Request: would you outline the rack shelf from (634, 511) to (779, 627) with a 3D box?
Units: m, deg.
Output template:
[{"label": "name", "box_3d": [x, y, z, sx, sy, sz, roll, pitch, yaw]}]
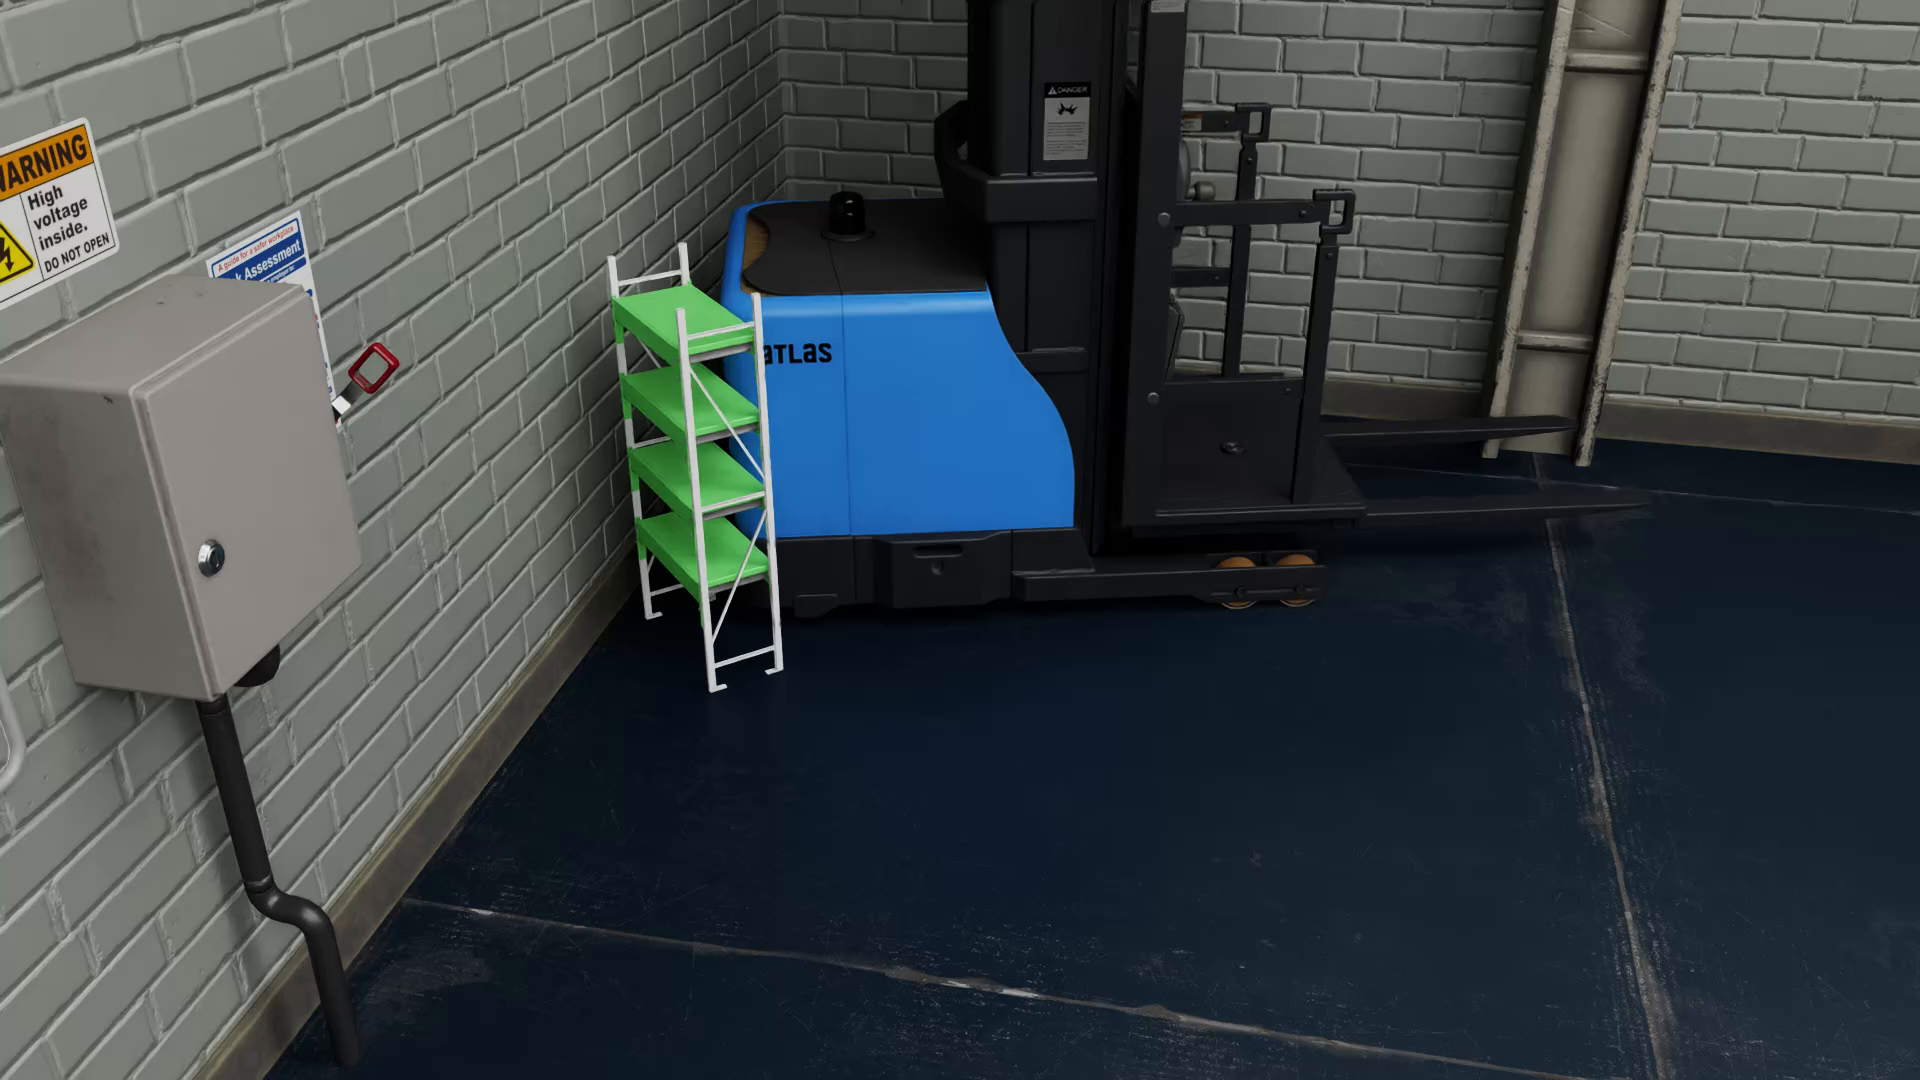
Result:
[{"label": "rack shelf", "box_3d": [-0.770, 0.061, 5.023, 0.258, 0.148, 0.480, -17, 33, -28]}]

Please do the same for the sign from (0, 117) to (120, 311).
[{"label": "sign", "box_3d": [-1.528, -0.542, 2.756, 0.001, 0.242, 0.339, 6, 29, 11]}]

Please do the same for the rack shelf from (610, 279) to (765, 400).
[{"label": "rack shelf", "box_3d": [-0.770, -0.571, 4.677, 0.258, 0.148, 0.480, -17, 33, -28]}]

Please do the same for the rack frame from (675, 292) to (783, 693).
[{"label": "rack frame", "box_3d": [-0.641, -0.106, 4.695, 0.240, 1.200, 0.015, -17, 33, -28]}]

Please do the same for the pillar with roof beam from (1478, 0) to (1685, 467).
[{"label": "pillar with roof beam", "box_3d": [1.310, -2.293, 0.568, 0.400, 9.000, 9.100, 6, 29, 11]}]

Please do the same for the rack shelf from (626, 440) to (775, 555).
[{"label": "rack shelf", "box_3d": [-0.770, -0.150, 4.908, 0.258, 0.148, 0.480, -17, 33, -28]}]

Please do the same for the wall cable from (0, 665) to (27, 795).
[{"label": "wall cable", "box_3d": [-1.610, -0.326, 2.163, 0.122, 1.984, 0.588, 6, 29, 11]}]

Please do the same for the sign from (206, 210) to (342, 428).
[{"label": "sign", "box_3d": [-1.413, -0.396, 3.448, 0.001, 0.494, 0.329, 6, 29, 11]}]

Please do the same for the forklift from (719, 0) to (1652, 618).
[{"label": "forklift", "box_3d": [0.762, -1.315, 5.099, 3.031, 2.935, 1.130, -2, 29, -4]}]

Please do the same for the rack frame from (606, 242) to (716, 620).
[{"label": "rack frame", "box_3d": [-0.898, -0.306, 5.059, 0.240, 1.200, 0.015, -17, 33, -28]}]

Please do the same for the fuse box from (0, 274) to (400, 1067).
[{"label": "fuse box", "box_3d": [-1.314, 0.380, 3.273, 0.414, 1.711, 0.539, 6, 29, 11]}]

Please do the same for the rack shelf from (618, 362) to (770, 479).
[{"label": "rack shelf", "box_3d": [-0.770, -0.361, 4.792, 0.258, 0.148, 0.480, -17, 33, -28]}]

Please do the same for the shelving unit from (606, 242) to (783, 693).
[{"label": "shelving unit", "box_3d": [-0.770, -0.206, 4.877, 0.258, 1.200, 0.503, -17, 33, -28]}]
